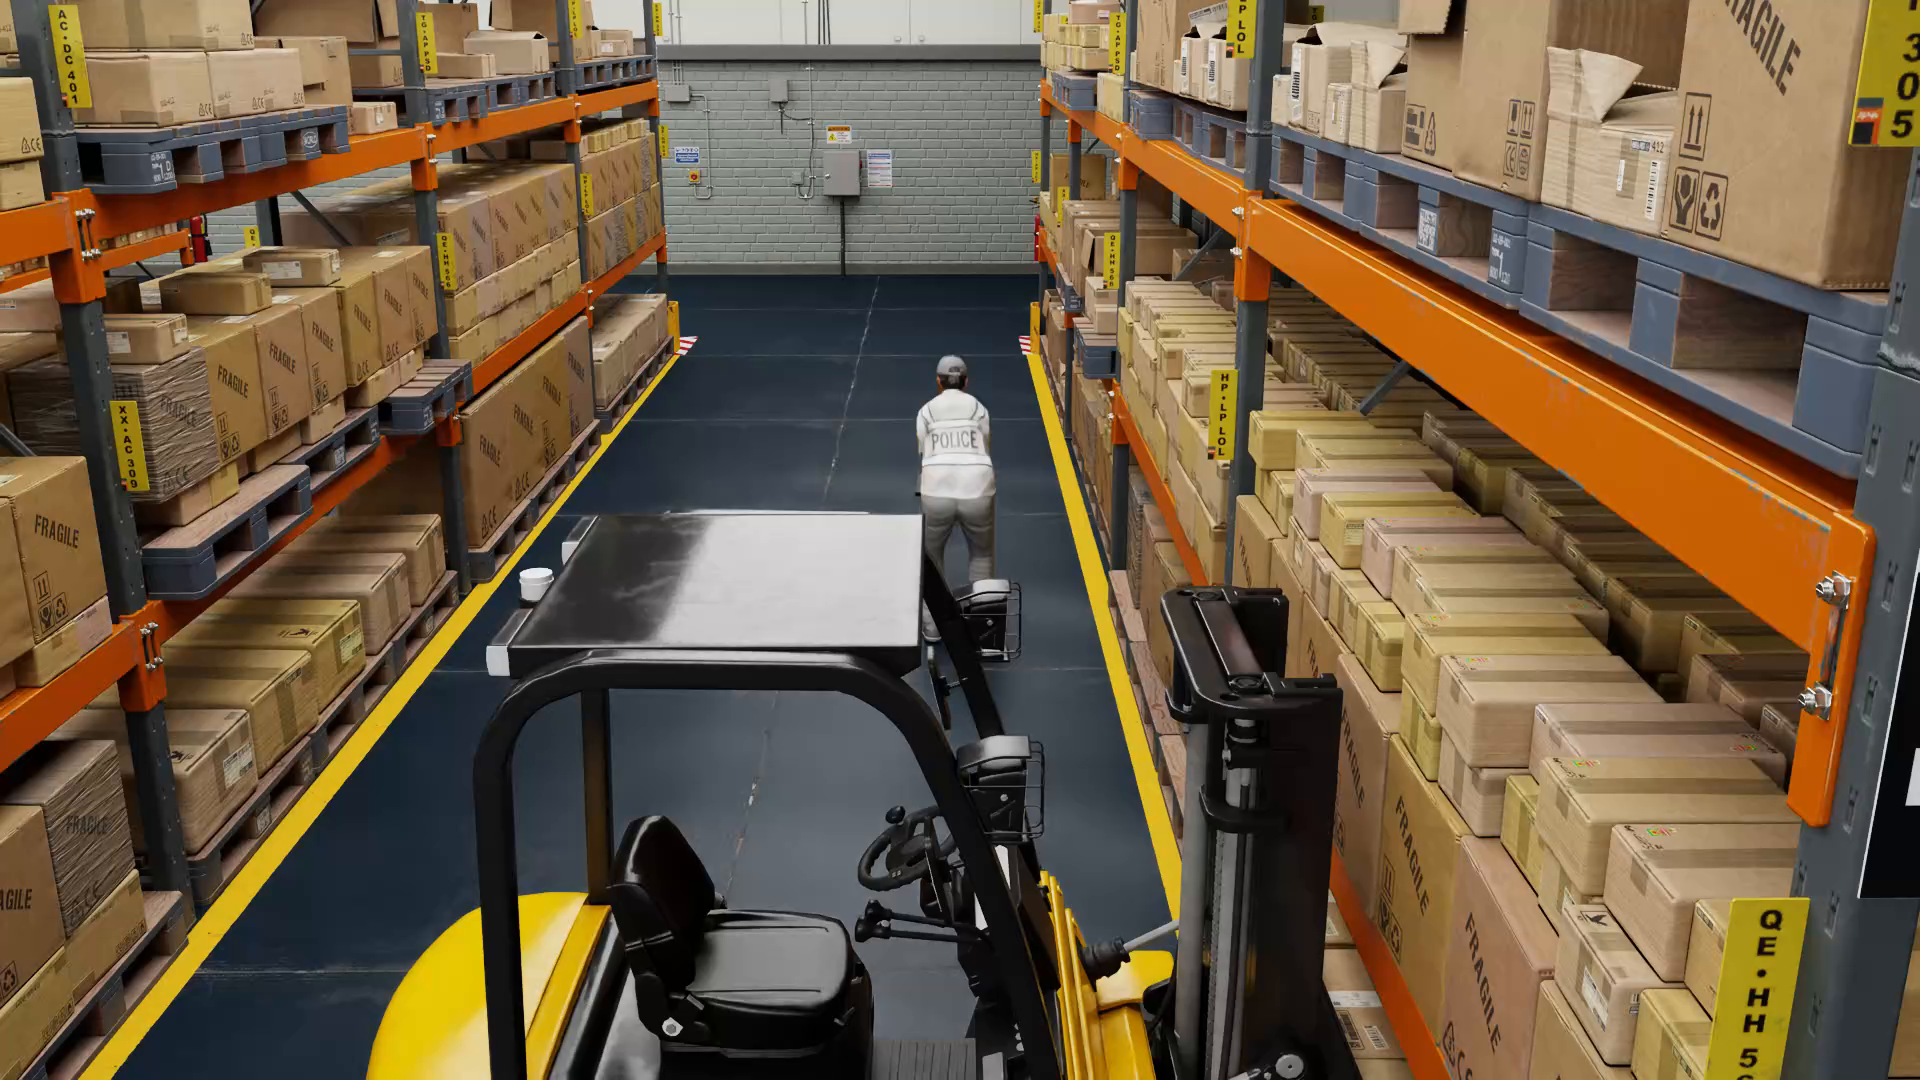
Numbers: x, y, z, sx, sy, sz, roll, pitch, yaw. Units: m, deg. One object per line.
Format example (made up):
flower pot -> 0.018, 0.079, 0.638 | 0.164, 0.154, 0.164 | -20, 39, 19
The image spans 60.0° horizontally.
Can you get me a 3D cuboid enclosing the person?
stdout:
person -> -0.030, -0.232, 9.424 | 0.452, 1.595, 0.652 | -1, 17, -2
